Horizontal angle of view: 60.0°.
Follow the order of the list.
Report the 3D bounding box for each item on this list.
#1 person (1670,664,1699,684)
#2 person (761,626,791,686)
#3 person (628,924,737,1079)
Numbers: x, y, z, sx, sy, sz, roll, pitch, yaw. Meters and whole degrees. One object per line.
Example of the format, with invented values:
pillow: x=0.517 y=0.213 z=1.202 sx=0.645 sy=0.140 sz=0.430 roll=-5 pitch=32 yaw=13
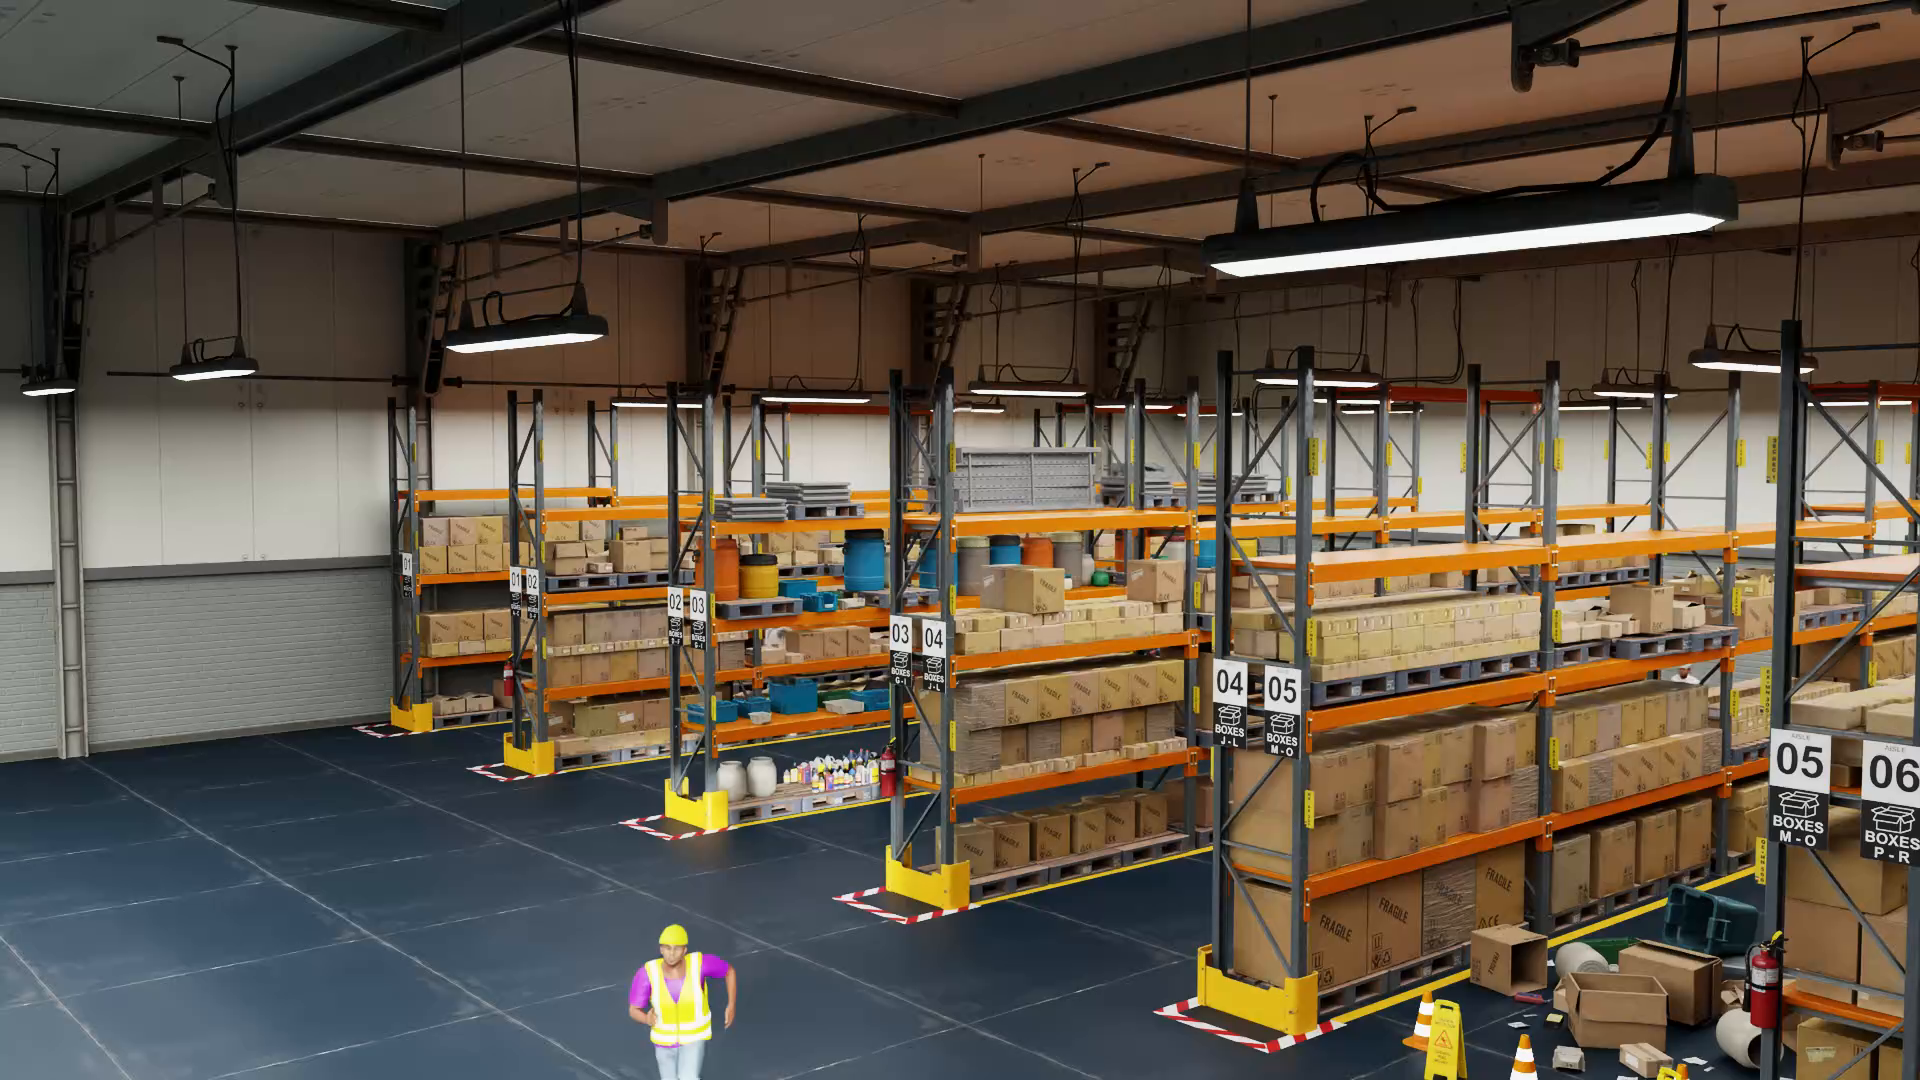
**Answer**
person: x=11.651 y=2.778 z=26.817 sx=0.575 sy=1.672 sz=0.764 roll=3 pitch=4 yaw=39
person: x=-3.477 y=2.228 z=31.326 sx=0.769 sy=1.878 sz=0.638 roll=-3 pitch=4 yaw=-39
person: x=-1.989 y=3.585 z=11.890 sx=0.735 sy=1.732 sz=0.793 roll=0 pitch=3 yaw=-1
